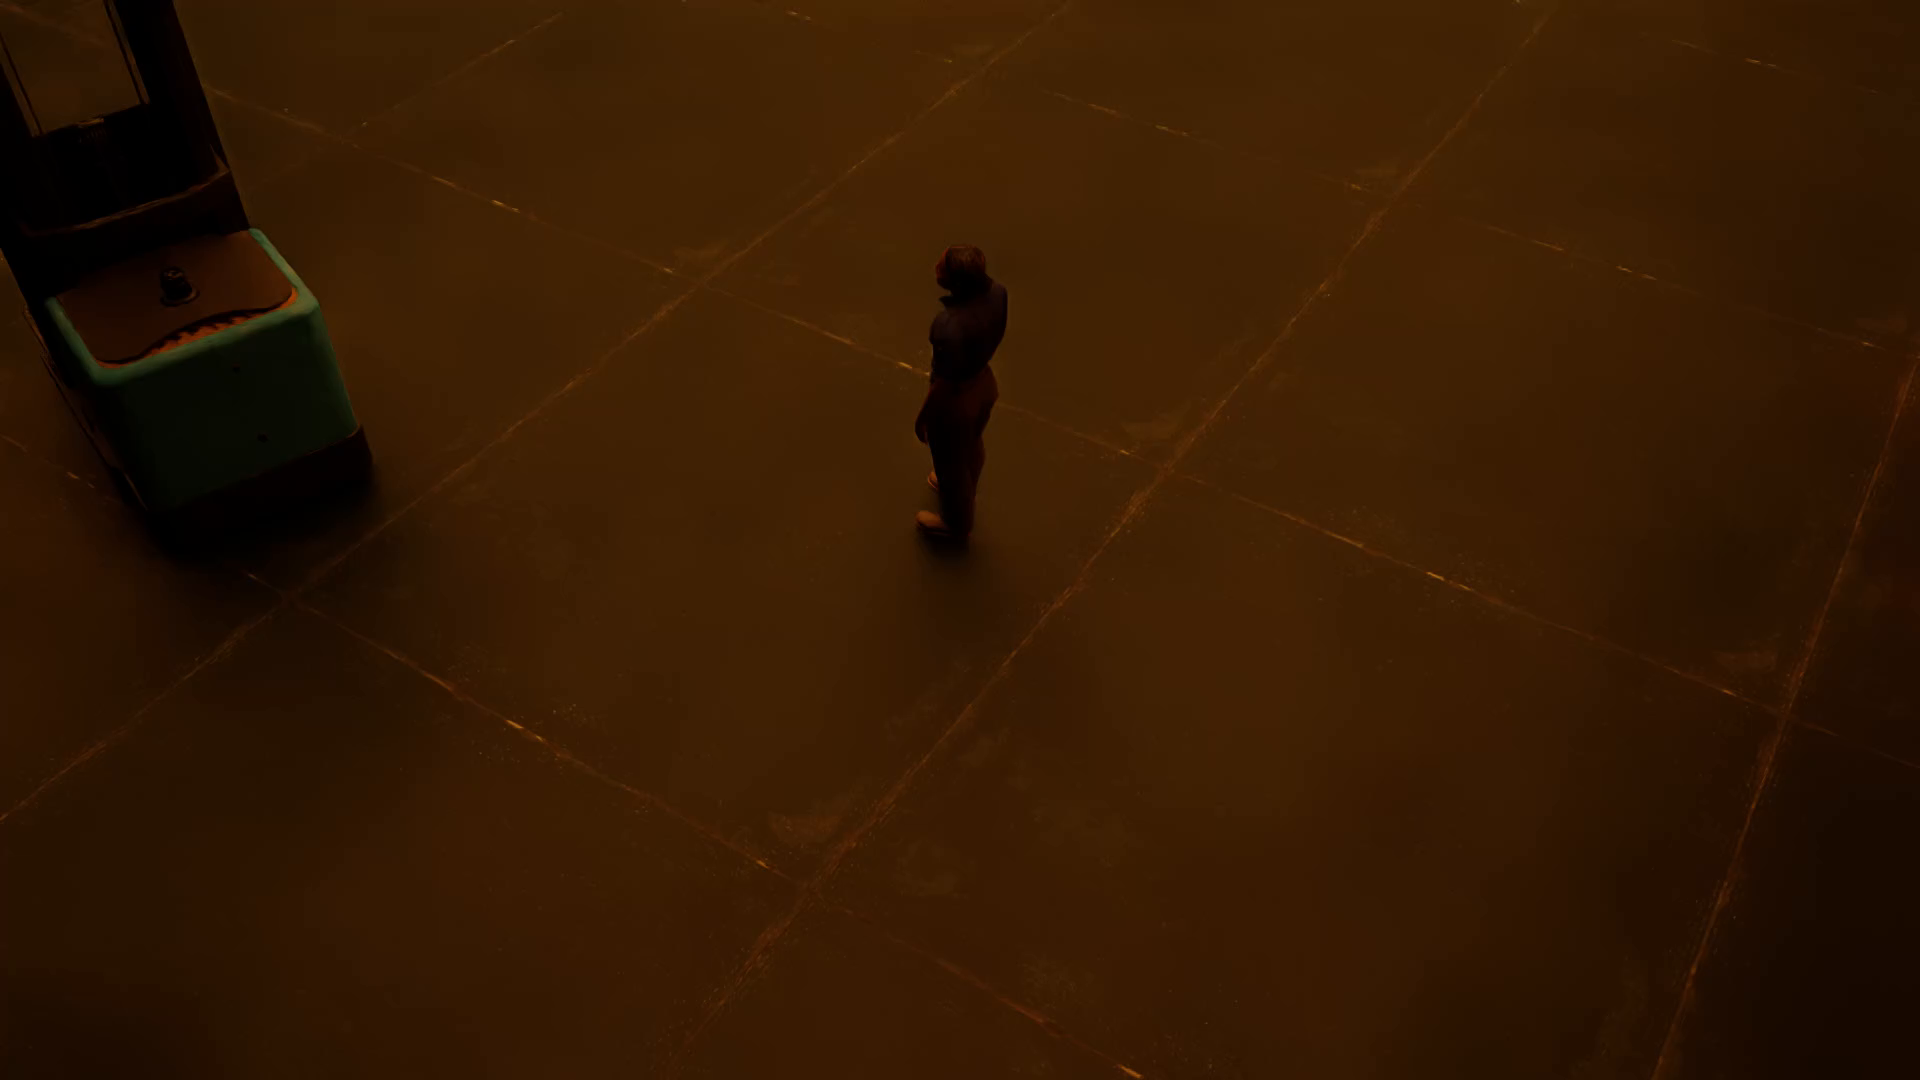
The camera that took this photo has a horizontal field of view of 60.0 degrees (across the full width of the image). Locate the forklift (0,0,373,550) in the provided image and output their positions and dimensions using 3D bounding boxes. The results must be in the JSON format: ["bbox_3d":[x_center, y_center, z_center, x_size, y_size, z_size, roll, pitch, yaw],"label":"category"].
[{"bbox_3d":[-4.217,-1.983,7.940,1.130,2.935,3.031,-28,50,-26],"label":"forklift"}]

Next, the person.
[{"bbox_3d":[-0.063,-0.678,7.424,0.504,1.654,0.570,24,48,23],"label":"person"}]
